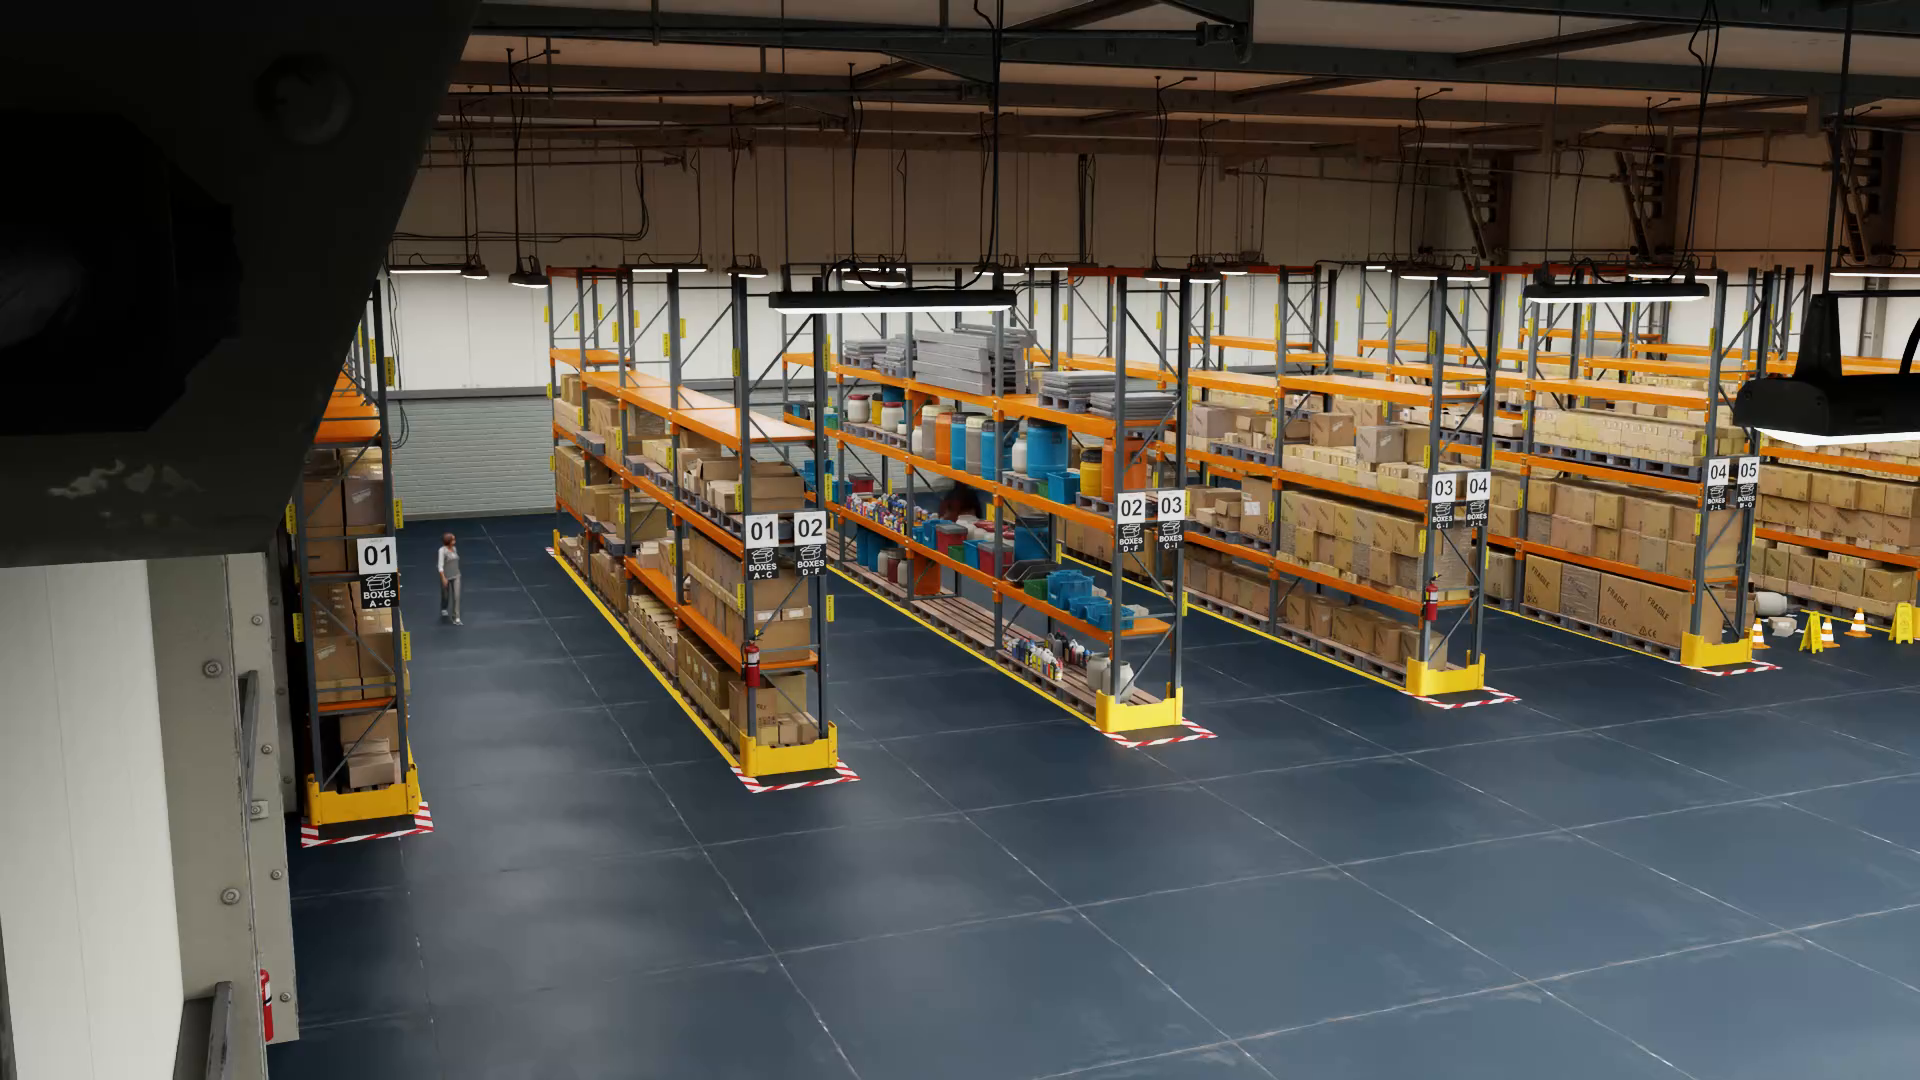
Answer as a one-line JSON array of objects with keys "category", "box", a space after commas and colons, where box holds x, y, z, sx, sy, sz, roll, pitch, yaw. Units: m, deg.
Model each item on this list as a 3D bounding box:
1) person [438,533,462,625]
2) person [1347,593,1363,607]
[{"category": "person", "box": [-8.750, 0.639, 28.452, 0.396, 1.556, 0.823, -5, 11, -28]}, {"category": "person", "box": [7.004, 0.398, 29.400, 0.439, 1.731, 0.529, 0, 10, 3]}]
